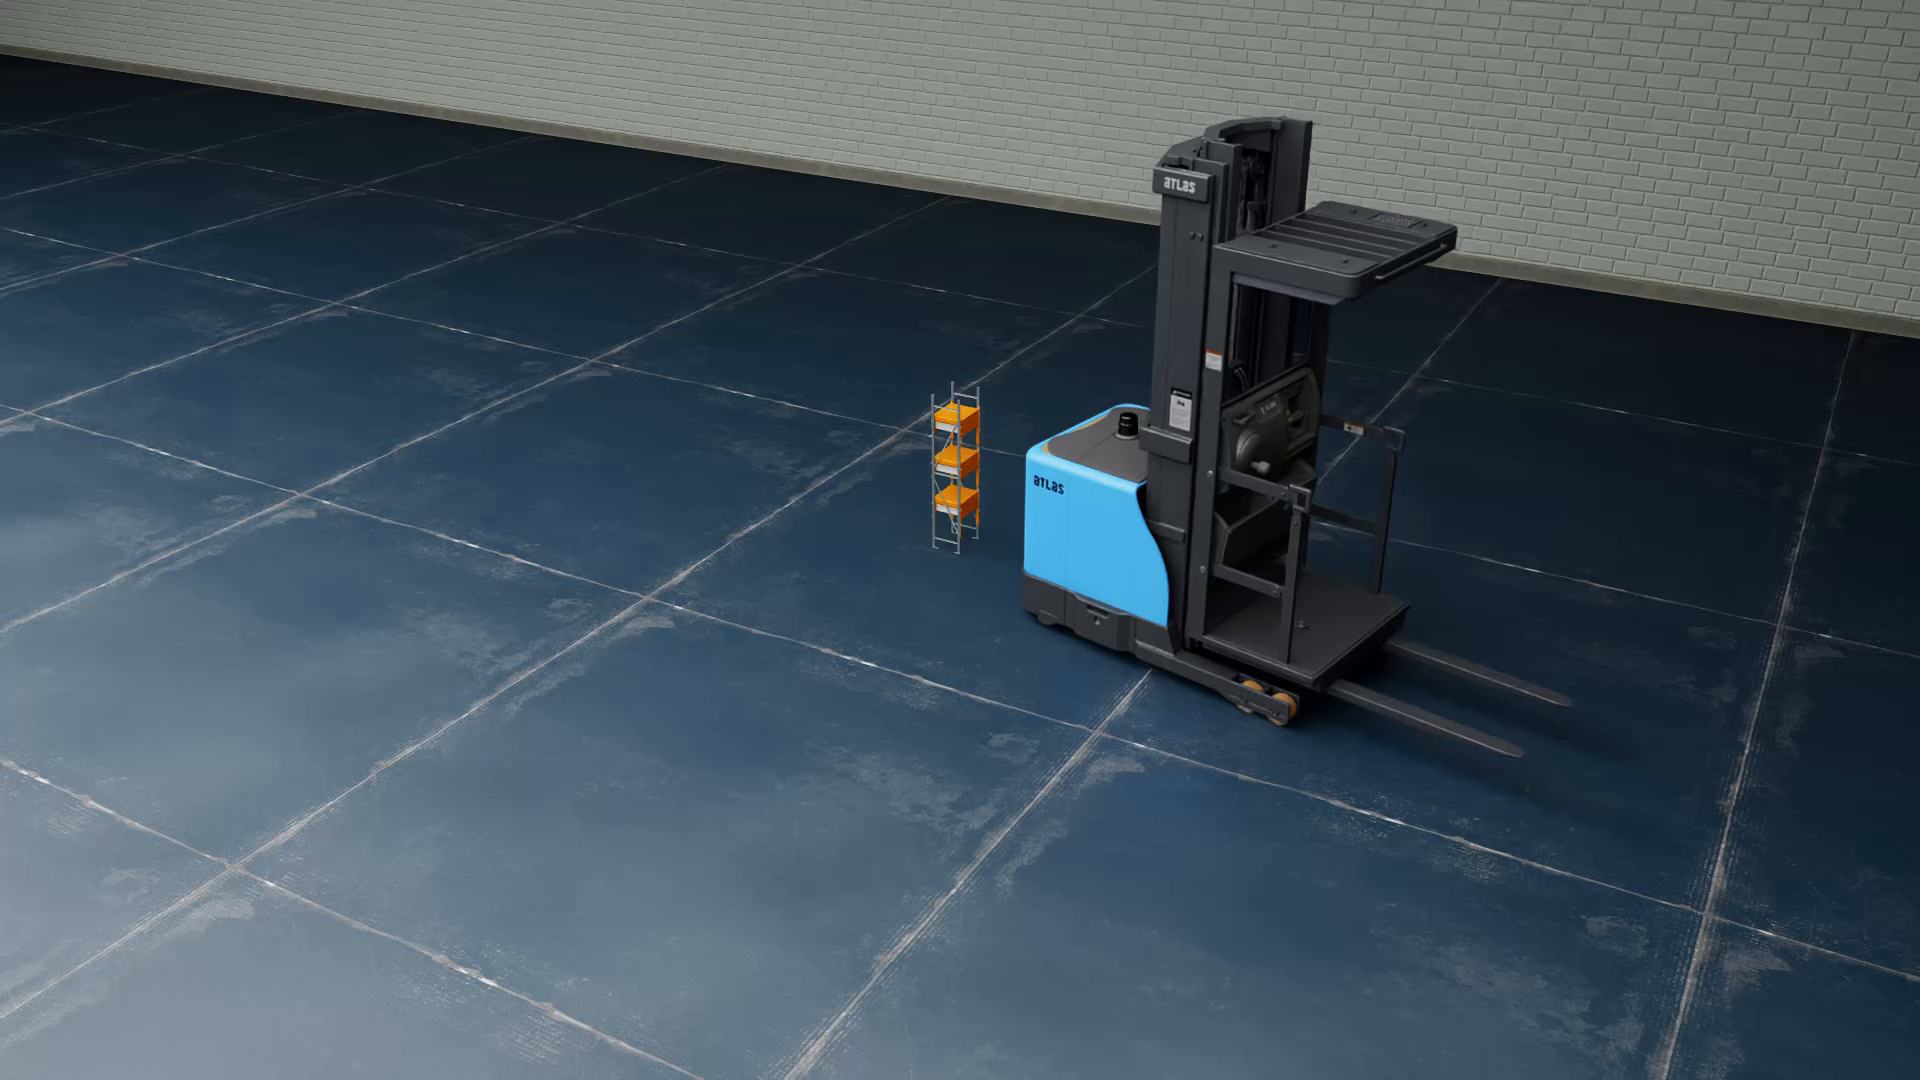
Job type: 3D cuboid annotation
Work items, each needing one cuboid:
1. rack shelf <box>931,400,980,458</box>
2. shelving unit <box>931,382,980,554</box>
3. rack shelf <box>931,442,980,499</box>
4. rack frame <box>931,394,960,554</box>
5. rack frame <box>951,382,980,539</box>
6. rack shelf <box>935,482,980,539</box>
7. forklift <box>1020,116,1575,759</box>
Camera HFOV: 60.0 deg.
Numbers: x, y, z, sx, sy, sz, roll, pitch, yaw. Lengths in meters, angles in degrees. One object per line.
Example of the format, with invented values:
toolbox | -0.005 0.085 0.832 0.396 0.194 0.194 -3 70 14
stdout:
rack shelf | -0.026 -0.693 10.351 0.215 0.259 0.240 14 30 26
shelving unit | -0.026 -0.449 10.473 0.215 1.050 0.252 14 30 26
rack shelf | -0.026 -0.439 10.478 0.215 0.259 0.240 14 30 26
rack frame | -0.086 -0.401 10.378 0.200 1.050 0.008 14 30 26
rack frame | 0.034 -0.496 10.568 0.200 1.050 0.008 14 30 26
rack shelf | -0.026 -0.191 10.602 0.215 0.259 0.240 14 30 26
forklift | 1.806 -0.599 8.673 3.031 2.935 1.130 21 33 35
